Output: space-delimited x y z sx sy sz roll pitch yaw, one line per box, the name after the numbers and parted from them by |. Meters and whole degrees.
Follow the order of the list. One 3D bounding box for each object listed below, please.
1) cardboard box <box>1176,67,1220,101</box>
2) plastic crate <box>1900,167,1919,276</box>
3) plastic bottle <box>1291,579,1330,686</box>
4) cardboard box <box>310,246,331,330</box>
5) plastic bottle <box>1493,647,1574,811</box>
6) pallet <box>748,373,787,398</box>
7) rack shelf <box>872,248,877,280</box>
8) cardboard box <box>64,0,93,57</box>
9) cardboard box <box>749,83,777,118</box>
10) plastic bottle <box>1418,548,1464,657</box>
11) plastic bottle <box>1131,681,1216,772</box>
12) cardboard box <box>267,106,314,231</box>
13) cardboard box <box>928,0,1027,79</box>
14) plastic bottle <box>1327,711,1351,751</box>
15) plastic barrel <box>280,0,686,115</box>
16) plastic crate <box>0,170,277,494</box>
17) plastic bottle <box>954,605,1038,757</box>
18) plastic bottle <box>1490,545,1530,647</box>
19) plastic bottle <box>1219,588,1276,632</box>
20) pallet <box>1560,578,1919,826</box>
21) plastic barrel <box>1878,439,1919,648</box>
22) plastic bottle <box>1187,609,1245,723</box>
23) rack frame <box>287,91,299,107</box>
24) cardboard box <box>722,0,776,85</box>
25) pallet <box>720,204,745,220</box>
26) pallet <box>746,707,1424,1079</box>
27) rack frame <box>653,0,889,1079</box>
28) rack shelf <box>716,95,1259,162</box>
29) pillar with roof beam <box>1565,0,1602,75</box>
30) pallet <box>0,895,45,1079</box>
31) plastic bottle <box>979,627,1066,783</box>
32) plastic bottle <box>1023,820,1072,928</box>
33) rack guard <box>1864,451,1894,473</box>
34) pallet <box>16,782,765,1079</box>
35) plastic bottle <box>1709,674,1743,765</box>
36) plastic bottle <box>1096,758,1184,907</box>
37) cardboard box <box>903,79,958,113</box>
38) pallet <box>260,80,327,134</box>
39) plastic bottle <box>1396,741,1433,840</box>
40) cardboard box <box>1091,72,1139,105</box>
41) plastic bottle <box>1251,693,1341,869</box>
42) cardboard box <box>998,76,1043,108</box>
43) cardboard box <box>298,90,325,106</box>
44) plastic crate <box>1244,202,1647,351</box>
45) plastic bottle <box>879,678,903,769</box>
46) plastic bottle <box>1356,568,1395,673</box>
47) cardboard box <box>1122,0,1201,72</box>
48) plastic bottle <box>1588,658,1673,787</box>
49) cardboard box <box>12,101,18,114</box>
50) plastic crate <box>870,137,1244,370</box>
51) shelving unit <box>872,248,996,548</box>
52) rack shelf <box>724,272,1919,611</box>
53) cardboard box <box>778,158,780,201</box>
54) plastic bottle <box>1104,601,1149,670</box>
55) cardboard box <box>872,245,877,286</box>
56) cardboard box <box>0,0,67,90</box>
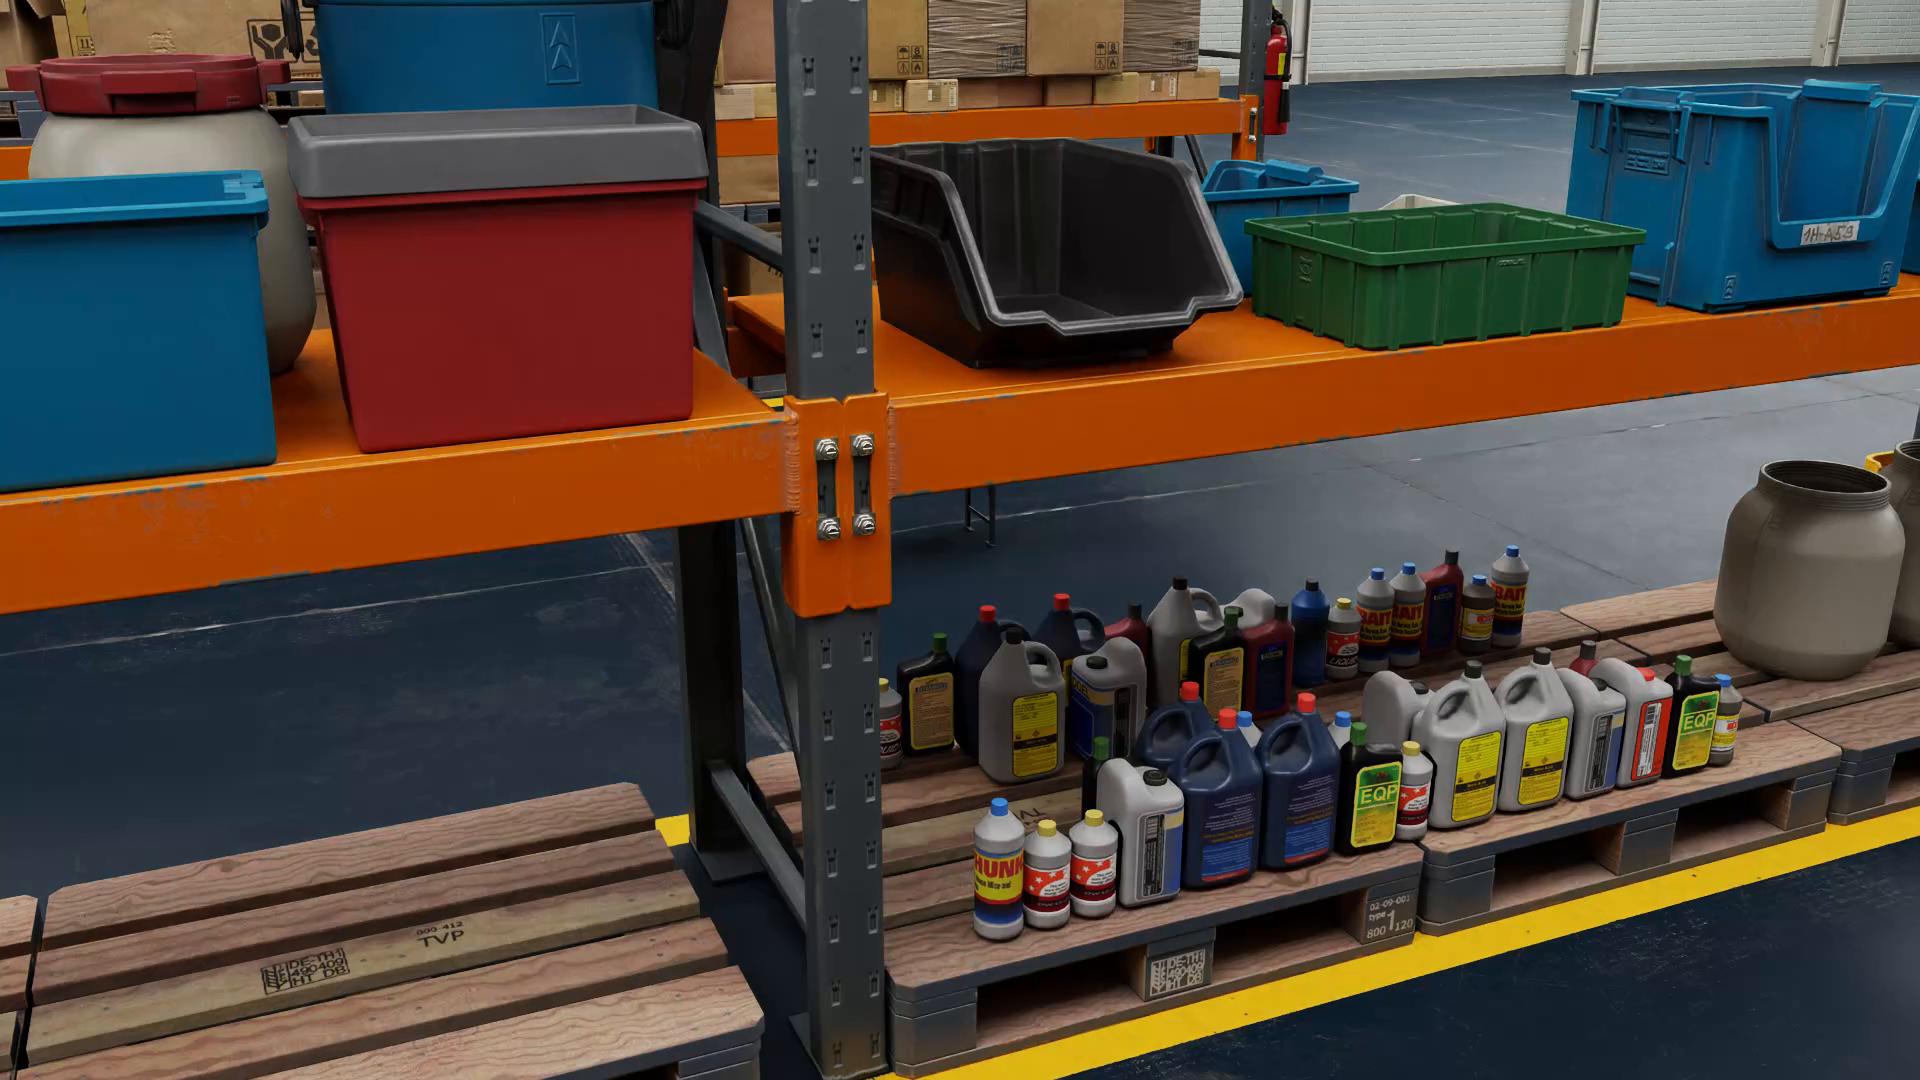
1.139 -2.367 8.606 0.250 0.149 0.380 -8 21 -22 | cardboard box
2.341 -0.765 3.901 0.408 0.251 0.499 -8 21 -22 | plastic crate
0.900 0.232 4.291 0.097 0.271 0.097 0 19 0 | plastic bottle
-2.926 -1.014 7.487 0.500 0.500 0.700 -10 22 -26 | cardboard box
1.248 0.408 3.673 0.185 0.351 0.144 -7 21 -20 | plastic bottle
-0.629 -1.005 8.559 1.213 0.211 1.003 -8 21 -22 | pallet
-0.152 -0.915 5.630 0.480 0.148 0.258 -8 21 -22 | rack shelf
-5.527 -3.350 10.868 0.500 0.500 0.500 -8 21 -21 | cardboard box
-0.899 -2.050 7.705 0.250 0.149 0.380 -8 21 -22 | cardboard box
1.278 0.166 4.462 0.133 0.283 0.061 -8 21 -21 | plastic bottle
0.457 0.469 3.500 0.185 0.351 0.144 -8 21 -22 | plastic bottle
-4.760 -2.613 11.683 0.750 0.750 1.050 -8 21 -22 | cardboard box
-0.085 -2.554 8.162 0.500 0.500 0.875 -8 21 -22 | cardboard box
0.807 0.495 3.546 0.097 0.271 0.097 0 19 0 | plastic bottle
-0.867 -0.827 3.100 0.708 0.901 0.600 -8 21 -22 | plastic barrel
-1.281 -0.302 2.387 0.575 0.384 0.392 -8 21 -22 | plastic crate
0.085 0.320 3.923 0.185 0.351 0.144 -9 21 -23 | plastic bottle
1.493 0.147 4.533 0.097 0.271 0.097 0 19 0 | plastic bottle
0.709 0.267 4.185 0.135 0.276 0.152 -8 21 -21 | plastic bottle
2.482 0.369 4.655 1.213 0.211 1.003 -8 21 -22 | pallet
2.707 0.010 4.591 0.421 0.512 0.421 0 19 0 | plastic barrel
0.622 0.312 4.047 0.133 0.283 0.061 -8 21 -22 | plastic bottle
-8.249 -6.595 20.236 0.127 3.000 1.000 -8 21 -22 | rack frame
-1.024 -2.439 7.834 0.500 0.500 0.875 -8 21 -22 | cardboard box
-2.374 -2.508 12.828 1.213 0.211 1.003 -8 21 -22 | pallet
0.241 0.690 3.744 1.213 0.211 1.003 -8 21 -22 | pallet
-0.392 -0.549 3.066 0.127 3.000 1.000 -8 21 -22 | rack frame
-0.517 -1.983 8.222 4.000 0.370 1.077 -8 21 -22 | rack shelf
12.661 -11.189 24.251 0.400 9.000 9.100 -8 21 -22 | pillar with roof beam
-2.219 1.043 2.742 1.213 0.211 1.003 -8 21 -22 | pallet
0.142 0.364 3.798 0.185 0.351 0.144 -8 21 -22 | plastic bottle
0.168 0.641 3.235 0.097 0.201 0.097 0 19 0 | plastic bottle
3.230 0.128 4.906 0.348 0.500 1.175 -8 21 -22 | rack guard
-1.098 0.881 3.202 1.213 0.211 1.003 -8 21 -22 | pallet
1.768 0.412 3.886 0.097 0.201 0.097 0 19 0 | plastic bottle
0.360 0.569 3.329 0.135 0.276 0.152 -7 21 -20 | plastic bottle
-0.196 -2.138 7.955 0.250 0.149 0.380 -8 21 -22 | cardboard box
-3.113 -1.913 7.228 1.213 0.211 1.003 -8 21 -22 | pallet
0.956 0.529 3.555 0.097 0.201 0.097 0 19 0 | plastic bottle
0.700 -2.286 8.375 0.250 0.149 0.380 -8 21 -22 | cardboard box
0.687 0.488 3.445 0.185 0.351 0.144 -9 21 -24 | plastic bottle
0.219 -2.237 8.238 0.250 0.149 0.380 -8 21 -22 | cardboard box
-5.546 -3.721 14.697 0.500 0.500 0.500 -8 21 -22 | cardboard box
0.966 -0.542 3.363 0.662 0.188 0.450 -8 21 -22 | plastic crate
-0.182 0.420 3.863 0.097 0.201 0.097 0 19 0 | plastic bottle
1.086 0.206 4.367 0.097 0.271 0.097 0 19 0 | plastic bottle
0.803 -2.709 8.602 0.500 0.500 0.875 -8 21 -22 | cardboard box
1.526 0.402 3.803 0.135 0.276 0.152 -8 21 -22 | plastic bottle
-10.746 -5.313 19.538 0.625 0.625 0.875 -7 21 -20 | cardboard box
0.139 -0.550 3.161 0.504 0.338 0.767 -8 21 -22 | plastic crate
-0.152 -0.544 5.761 0.503 1.200 0.258 -8 21 -22 | shelving unit
1.445 -0.473 3.932 4.000 0.370 1.077 -8 21 -22 | rack shelf
-1.149 -3.198 13.156 0.875 0.875 0.875 -8 21 -22 | cardboard box
0.395 0.292 4.103 0.133 0.283 0.061 -7 20 -18 | plastic bottle
-0.378 -1.362 8.506 0.500 0.500 0.500 -6 20 -17 | cardboard box
-3.909 -2.050 6.541 0.637 0.503 0.797 -6 20 -16 | cardboard box
